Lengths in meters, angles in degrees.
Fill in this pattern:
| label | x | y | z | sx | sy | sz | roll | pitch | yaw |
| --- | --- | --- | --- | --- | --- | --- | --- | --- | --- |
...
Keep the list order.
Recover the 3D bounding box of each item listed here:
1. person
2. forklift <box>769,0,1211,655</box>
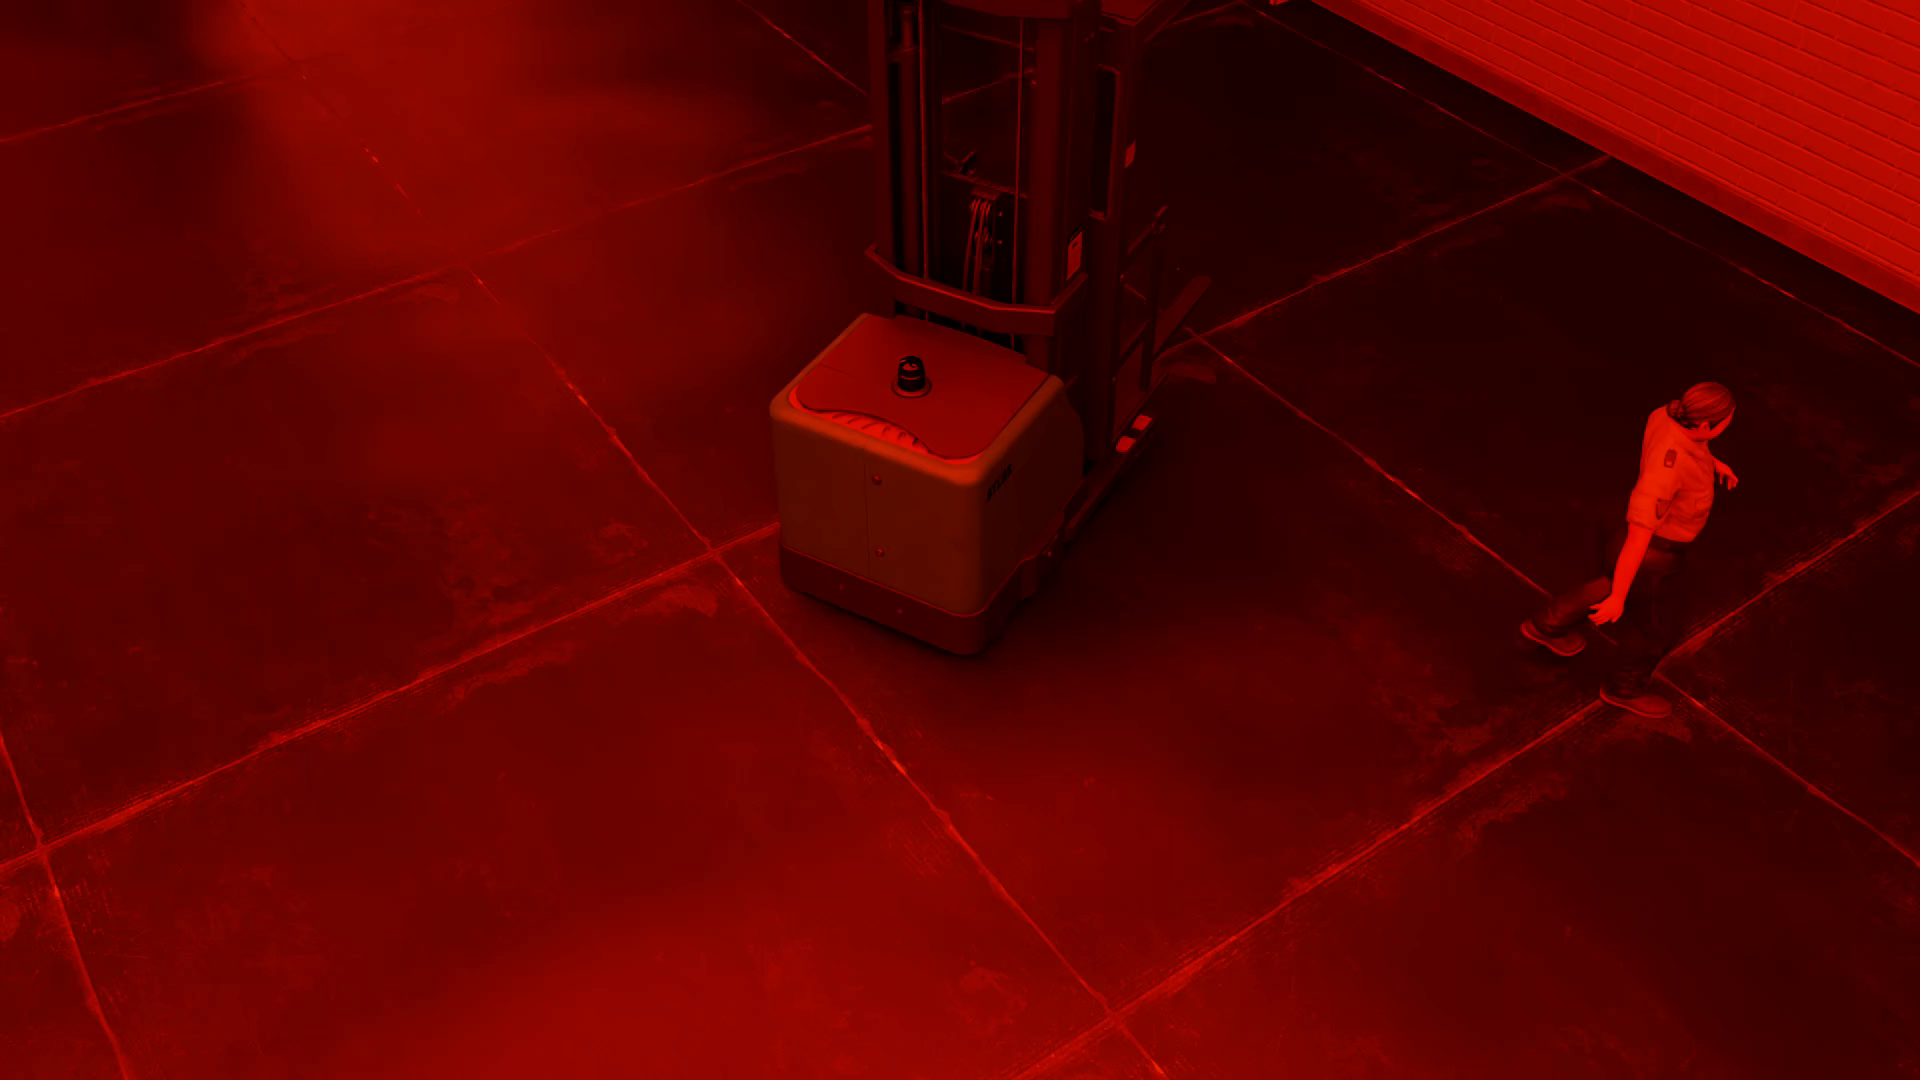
| label | x | y | z | sx | sy | sz | roll | pitch | yaw |
| --- | --- | --- | --- | --- | --- | --- | --- | --- | --- |
| person | 2.748 | 0.033 | 6.651 | 0.689 | 1.632 | 0.829 | 10 | 44 | 10 |
| forklift | 0.344 | -1.566 | 7.415 | 1.130 | 2.935 | 3.031 | 21 | 47 | 21 |
